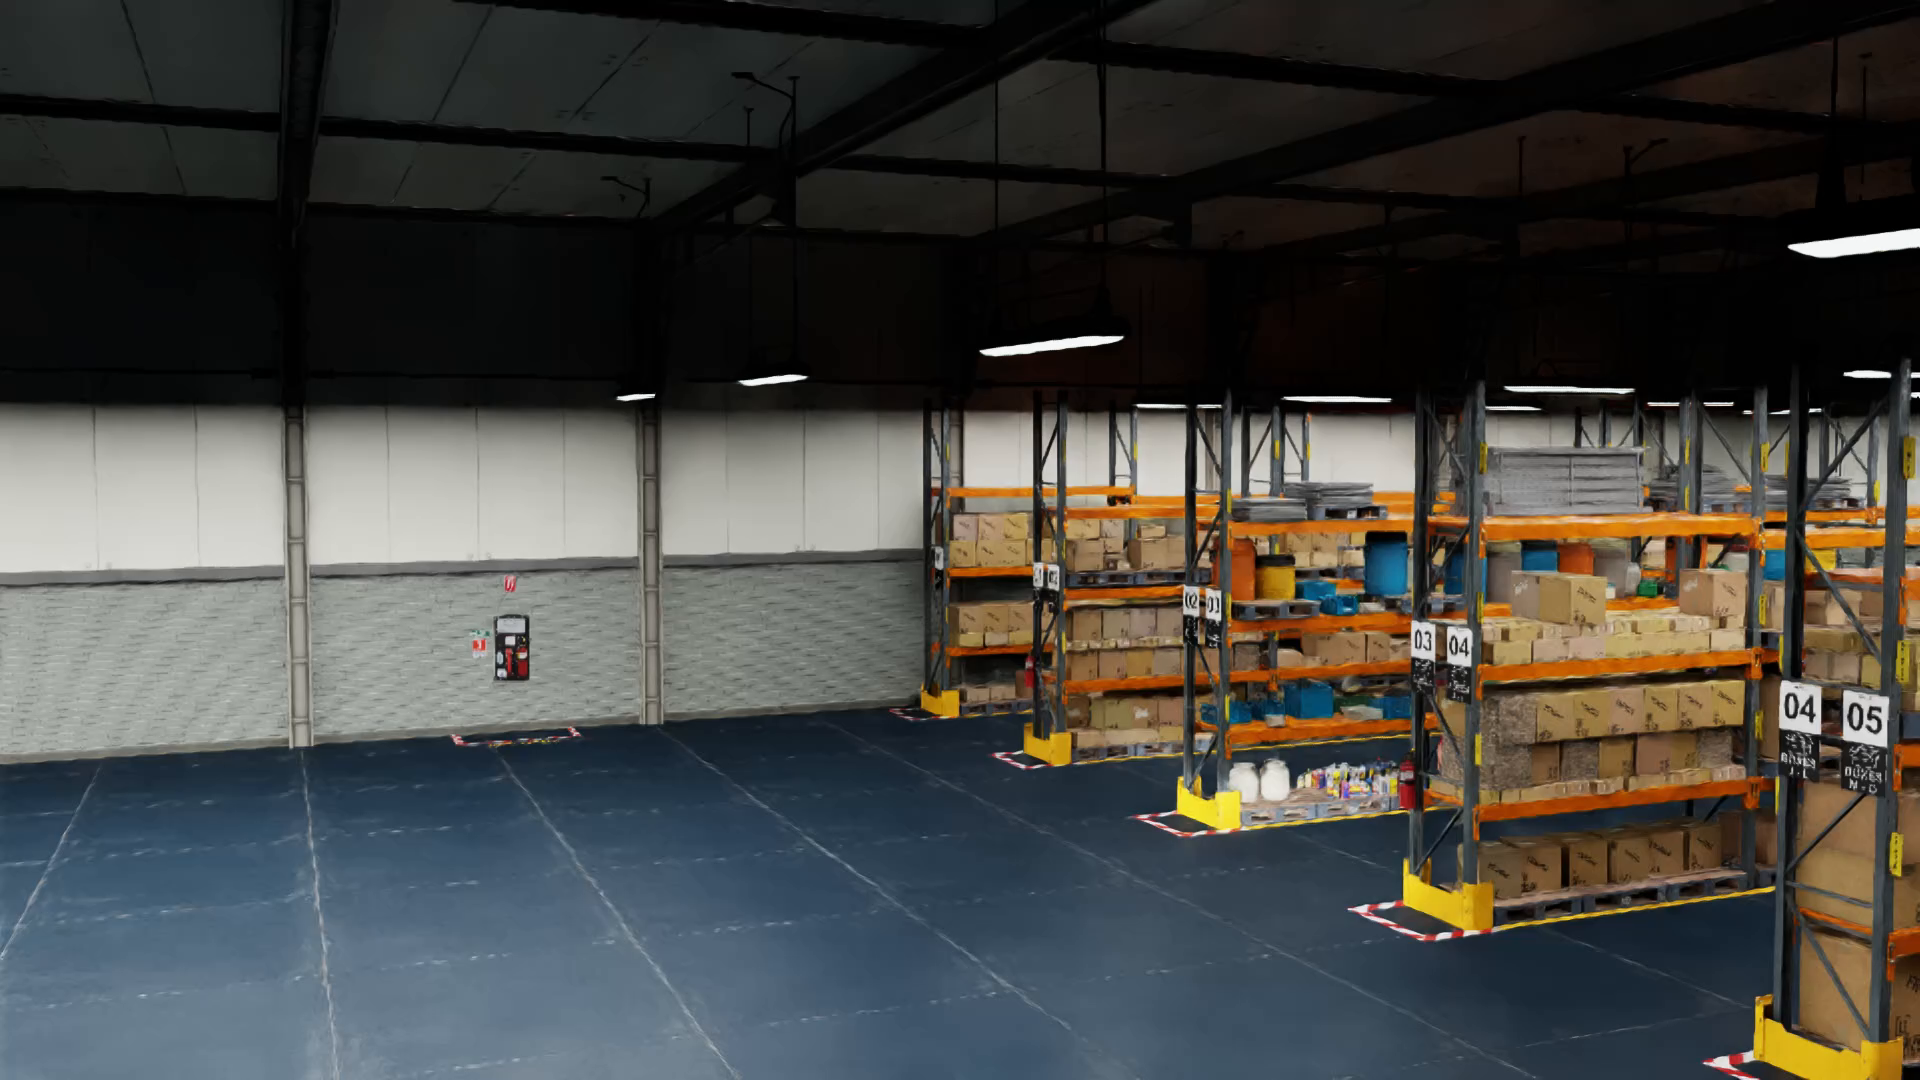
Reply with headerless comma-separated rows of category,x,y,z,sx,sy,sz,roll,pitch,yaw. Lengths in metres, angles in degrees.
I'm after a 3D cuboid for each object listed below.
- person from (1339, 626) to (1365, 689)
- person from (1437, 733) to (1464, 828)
person,7.406,2.441,31.760,1.126,1.675,0.542,-1,4,-20
person,6.662,3.036,21.920,0.827,1.664,0.706,-3,4,-41
